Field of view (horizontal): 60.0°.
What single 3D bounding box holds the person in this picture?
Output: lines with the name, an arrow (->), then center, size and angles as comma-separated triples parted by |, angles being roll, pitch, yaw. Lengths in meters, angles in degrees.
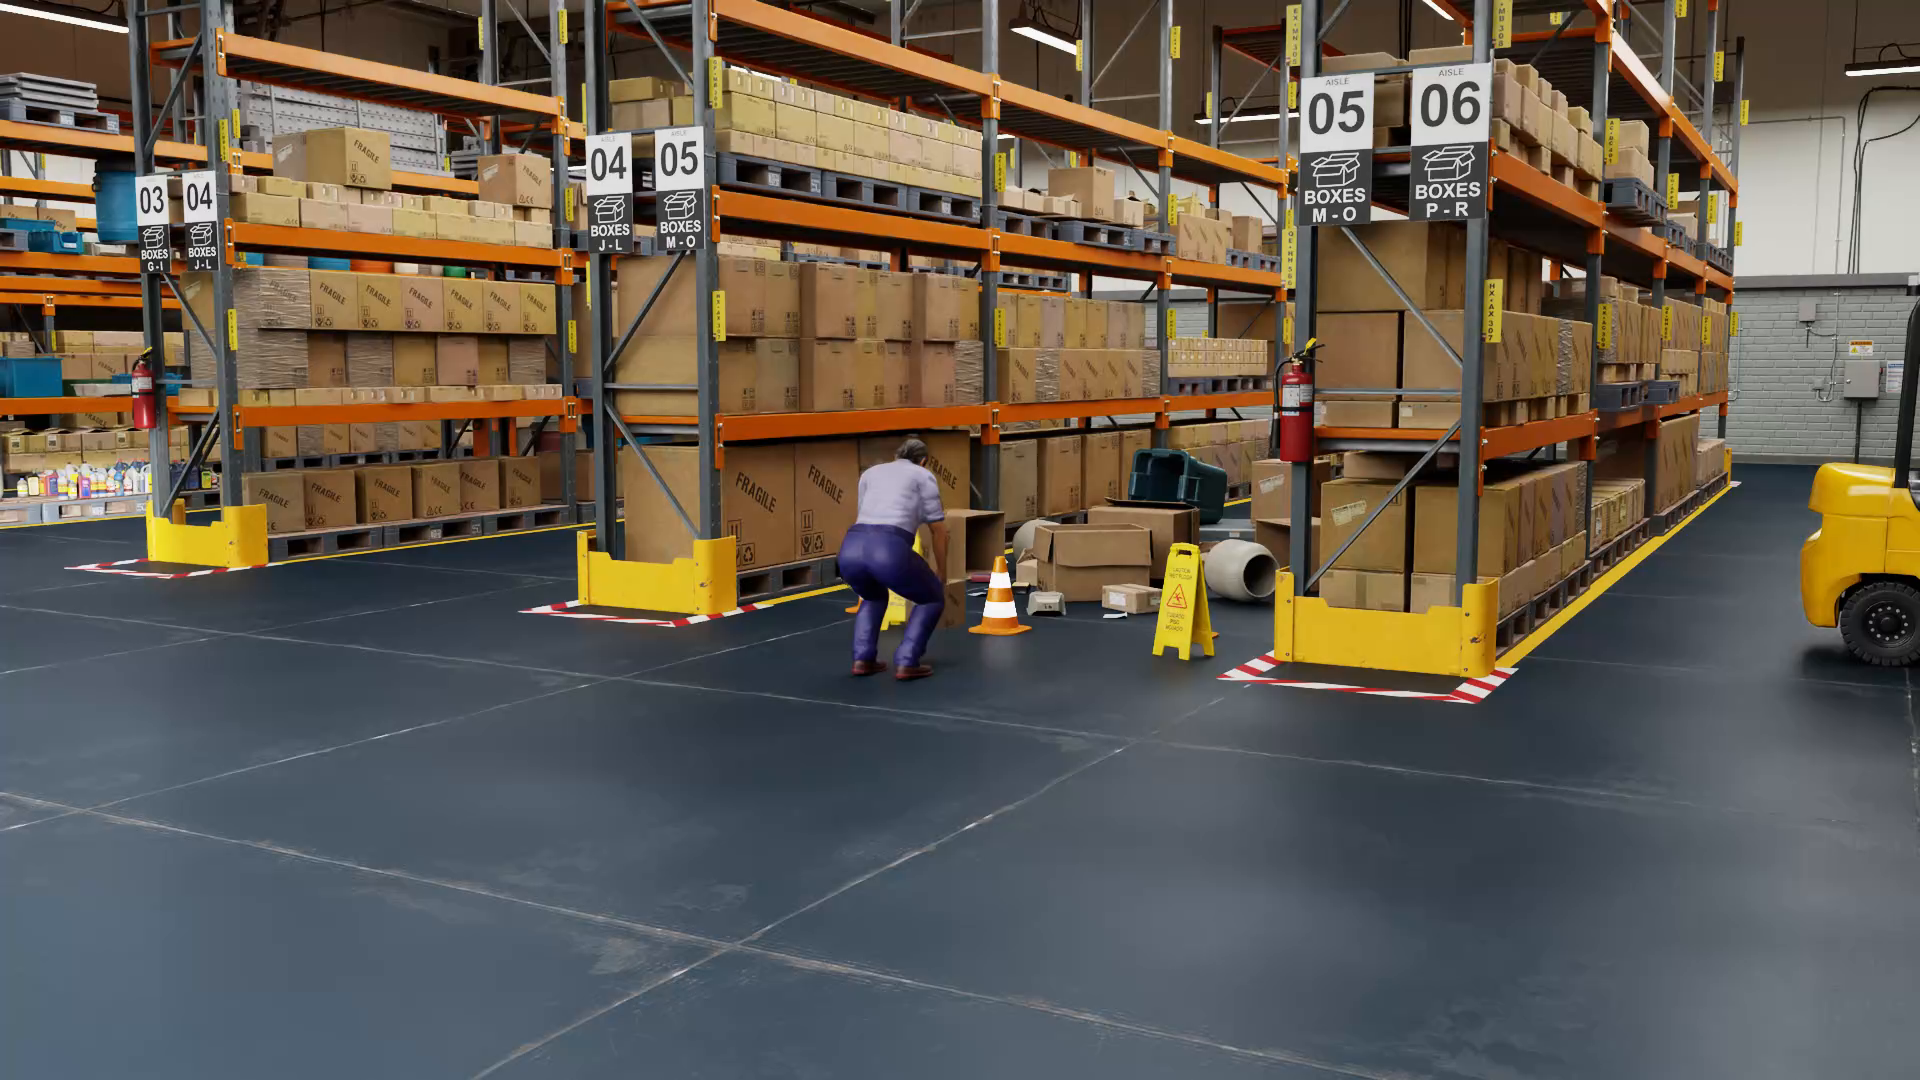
person -> -0.374, 0.096, 8.925 | 0.539, 1.258, 0.715 | 3, 7, 29
